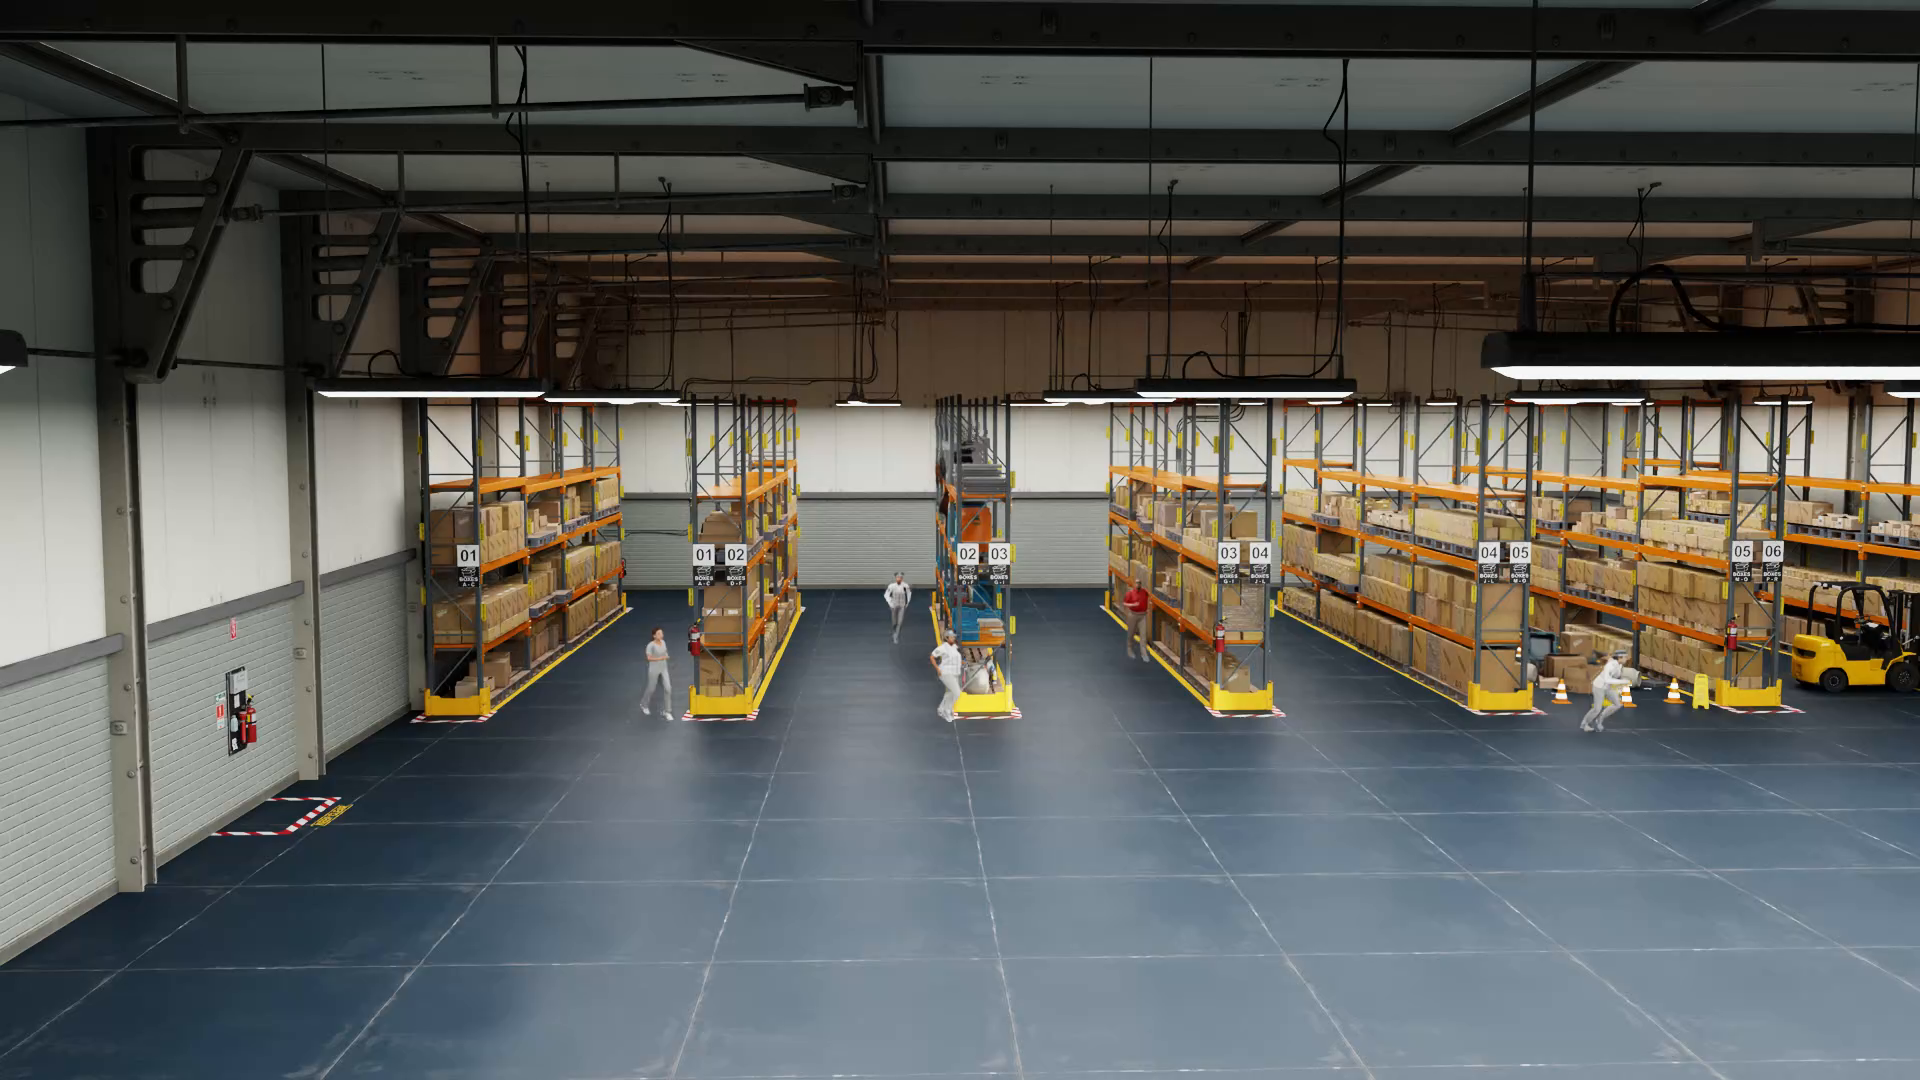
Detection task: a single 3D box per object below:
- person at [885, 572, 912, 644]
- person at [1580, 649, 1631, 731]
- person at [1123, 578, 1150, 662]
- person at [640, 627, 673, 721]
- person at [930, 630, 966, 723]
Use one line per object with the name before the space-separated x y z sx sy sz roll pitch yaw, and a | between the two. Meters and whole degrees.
person | -1.437 1.559 38.926 0.643 1.662 0.658 -1 5 -8
person | 11.425 2.649 29.355 0.888 1.506 0.645 4 6 44
person | 3.856 1.715 36.088 0.655 1.774 0.854 -1 5 -12
person | -5.609 2.449 30.722 0.543 1.697 0.909 -4 6 -44
person | -0.175 2.500 30.508 0.688 1.685 0.581 3 5 35
